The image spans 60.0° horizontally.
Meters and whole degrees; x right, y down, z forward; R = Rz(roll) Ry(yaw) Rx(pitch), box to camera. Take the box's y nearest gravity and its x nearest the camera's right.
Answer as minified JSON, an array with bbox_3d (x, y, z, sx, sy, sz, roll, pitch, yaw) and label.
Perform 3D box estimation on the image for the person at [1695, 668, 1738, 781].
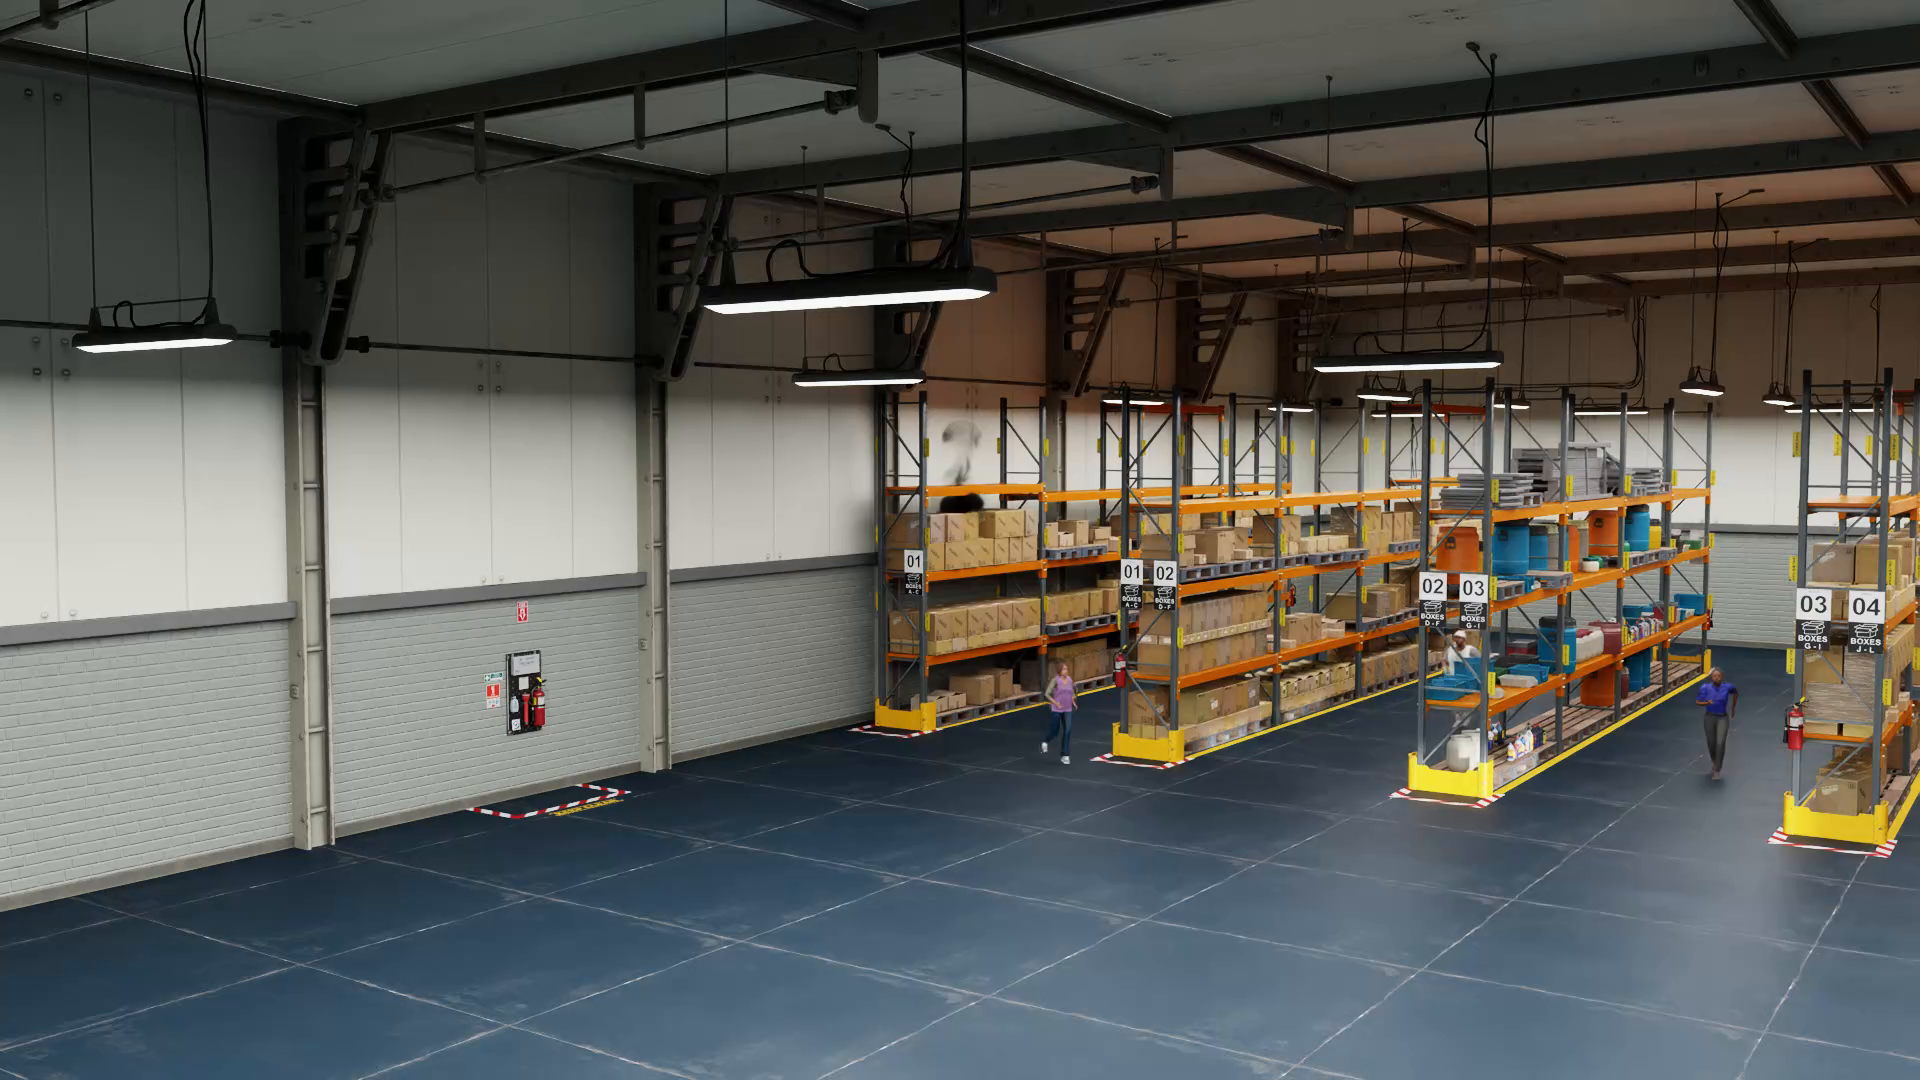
[{"bbox_3d":[11.534,2.799,25.360,0.583,1.723,0.885,2,4,27],"label":"person"}]

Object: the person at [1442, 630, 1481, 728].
[{"bbox_3d":[8.893,2.482,29.586,0.720,1.747,0.635,3,4,41],"label":"person"}]

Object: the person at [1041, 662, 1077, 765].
[{"bbox_3d":[1.625,2.736,26.535,0.575,1.576,0.883,-1,3,-23],"label":"person"}]
